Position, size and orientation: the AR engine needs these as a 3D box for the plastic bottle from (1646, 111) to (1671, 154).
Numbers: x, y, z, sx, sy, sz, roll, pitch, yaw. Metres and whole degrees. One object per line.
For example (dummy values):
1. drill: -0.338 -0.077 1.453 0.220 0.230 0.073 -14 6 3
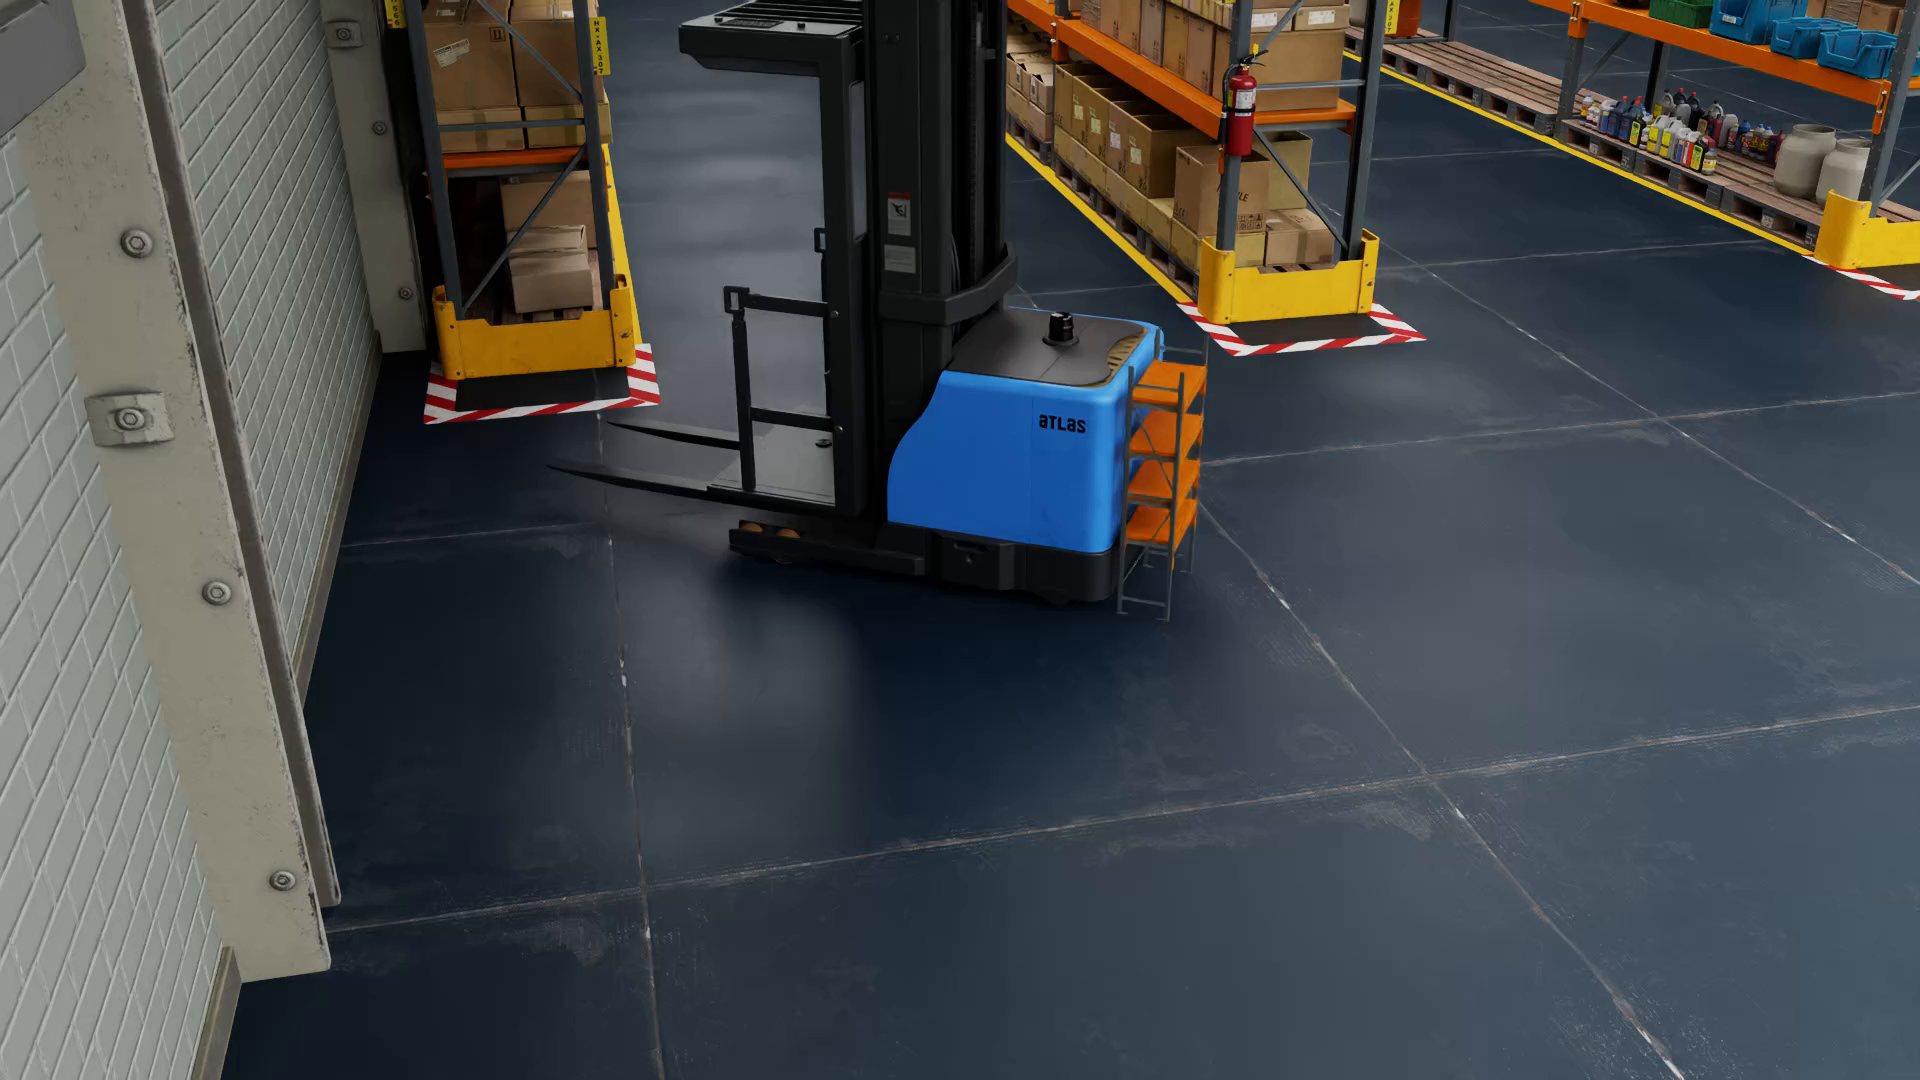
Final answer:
1. plastic bottle: 6.051 -3.525 14.356 0.144 0.351 0.185 -6 27 -12

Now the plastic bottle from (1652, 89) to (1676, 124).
1. plastic bottle: 6.420 -3.923 15.144 0.144 0.351 0.185 -6 27 -12

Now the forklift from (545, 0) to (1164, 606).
1. forklift: -0.590 -1.404 7.780 3.031 2.935 1.130 9 28 18

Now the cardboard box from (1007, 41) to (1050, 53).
1. cardboard box: 0.594 -4.703 16.201 0.500 0.311 0.500 -6 27 -12

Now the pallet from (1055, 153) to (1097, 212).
1. pallet: 1.446 -3.077 14.113 1.003 0.211 1.213 -6 27 -12

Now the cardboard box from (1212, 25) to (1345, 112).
1. cardboard box: 2.117 -3.170 11.091 0.700 0.500 0.500 -6 27 -12

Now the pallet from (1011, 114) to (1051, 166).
1. pallet: 1.104 -3.750 15.446 1.003 0.211 1.213 -6 27 -12

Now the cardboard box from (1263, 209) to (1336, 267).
1. cardboard box: 2.305 -2.138 11.742 0.500 0.250 0.500 -6 27 -12

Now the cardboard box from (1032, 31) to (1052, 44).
1. cardboard box: 0.999 -4.988 16.766 0.500 0.311 0.500 -6 27 -12

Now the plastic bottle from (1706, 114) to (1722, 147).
1. plastic bottle: 6.606 -3.598 14.577 0.061 0.283 0.133 -6 27 -12

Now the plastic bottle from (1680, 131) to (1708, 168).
1. plastic bottle: 6.165 -3.277 13.947 0.152 0.276 0.135 -6 27 -11

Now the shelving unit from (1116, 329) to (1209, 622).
1. shelving unit: 0.911 -0.288 7.489 0.258 1.200 0.503 9 28 17

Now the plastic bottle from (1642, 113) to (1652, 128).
1. plastic bottle: 6.025 -3.615 14.623 0.097 0.271 0.097 0 27 0

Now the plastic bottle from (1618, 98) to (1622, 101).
1. plastic bottle: 5.983 -3.848 15.072 0.061 0.283 0.133 -6 27 -12

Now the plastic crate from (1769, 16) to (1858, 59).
1. plastic crate: 6.491 -3.830 12.673 0.499 0.251 0.408 -6 27 -12

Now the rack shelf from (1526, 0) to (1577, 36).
1. rack shelf: 5.684 -5.734 17.079 1.077 0.370 4.000 -6 27 -12

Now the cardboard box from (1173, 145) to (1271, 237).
1. cardboard box: 1.799 -2.420 11.468 0.500 0.500 0.500 -6 27 -12

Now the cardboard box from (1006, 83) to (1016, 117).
1. cardboard box: 0.704 -4.235 15.897 0.500 0.250 0.500 -5 27 -10

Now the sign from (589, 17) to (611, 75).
1. sign: -2.087 -2.857 9.620 0.100 0.325 0.005 -6 27 -12

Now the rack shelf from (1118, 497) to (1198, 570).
1. rack shelf: 0.911 -0.051 7.608 0.258 0.148 0.480 9 28 17

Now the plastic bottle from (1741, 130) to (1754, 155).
1. plastic bottle: 6.809 -3.434 14.341 0.097 0.201 0.097 0 27 0

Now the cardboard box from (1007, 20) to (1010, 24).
1. cardboard box: 0.238 -5.382 17.547 0.500 0.311 0.500 -5 27 -10

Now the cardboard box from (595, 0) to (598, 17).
1. cardboard box: -2.643 -3.377 10.924 0.500 0.500 0.500 -7 28 -13

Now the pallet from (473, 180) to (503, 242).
1. pallet: -3.332 -2.635 13.236 1.003 0.211 1.213 -6 27 -12

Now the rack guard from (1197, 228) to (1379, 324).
1. rack guard: 2.215 -1.793 11.248 1.175 0.500 0.348 -6 27 -12

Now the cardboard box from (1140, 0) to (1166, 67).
1. cardboard box: 1.765 -3.850 12.437 0.700 0.500 0.500 -5 27 -10

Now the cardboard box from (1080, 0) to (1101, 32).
1. cardboard box: 1.414 -4.526 13.777 0.700 0.500 0.500 -7 28 -13

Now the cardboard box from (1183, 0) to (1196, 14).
1. cardboard box: 1.765 -3.740 11.500 0.380 0.149 0.250 -6 27 -11

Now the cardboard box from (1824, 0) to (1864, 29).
1. cardboard box: 10.367 -5.982 19.059 0.700 0.500 0.500 -8 28 -16

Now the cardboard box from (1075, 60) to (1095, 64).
1. cardboard box: 1.350 -4.313 15.429 0.500 0.311 0.500 -6 27 -12

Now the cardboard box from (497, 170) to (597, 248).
1. cardboard box: -2.929 -2.386 11.934 0.700 0.500 0.500 -8 28 -15

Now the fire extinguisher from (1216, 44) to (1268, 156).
1. fire extinguisher: 1.784 -2.786 10.527 0.296 0.674 0.183 -6 27 -12

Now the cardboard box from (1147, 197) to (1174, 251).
1. cardboard box: 1.676 -2.303 12.070 0.500 0.250 0.500 -6 27 -12

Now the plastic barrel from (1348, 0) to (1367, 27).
1. plastic barrel: 4.892 -6.462 20.018 0.421 0.512 0.421 0 27 0

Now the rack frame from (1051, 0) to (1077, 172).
1. rack frame: 1.308 -4.676 14.184 1.000 3.000 0.127 -6 27 -12

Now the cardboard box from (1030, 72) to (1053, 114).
1. cardboard box: 0.937 -4.035 14.878 0.500 0.311 0.500 -6 27 -12

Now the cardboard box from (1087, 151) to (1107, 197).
1. cardboard box: 1.332 -2.961 13.373 0.500 0.250 0.500 -6 27 -12

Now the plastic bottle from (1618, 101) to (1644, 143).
1. plastic bottle: 5.955 -3.711 14.726 0.144 0.351 0.185 -7 28 -14

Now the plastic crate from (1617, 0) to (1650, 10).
1. plastic crate: 6.129 -4.906 14.711 0.767 0.338 0.504 -6 27 -12

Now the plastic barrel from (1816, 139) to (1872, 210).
1. plastic barrel: 6.813 -2.779 12.722 0.421 0.512 0.421 0 27 0

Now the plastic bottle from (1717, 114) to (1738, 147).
1. plastic bottle: 6.710 -3.606 14.600 0.152 0.276 0.135 -5 27 -11

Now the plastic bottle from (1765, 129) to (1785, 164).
1. plastic bottle: 6.898 -3.334 14.052 0.061 0.283 0.133 -5 27 -11

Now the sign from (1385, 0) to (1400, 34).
1. sign: 2.752 -3.395 10.599 0.100 0.325 0.005 -6 27 -12

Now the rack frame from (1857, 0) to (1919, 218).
1. rack frame: 7.036 -3.421 11.699 1.000 3.000 0.127 -6 27 -12

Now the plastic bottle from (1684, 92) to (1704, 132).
1. plastic bottle: 6.604 -3.853 15.006 0.144 0.351 0.185 -7 28 -14

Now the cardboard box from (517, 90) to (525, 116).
1. cardboard box: -3.037 -2.769 10.552 0.500 0.250 0.500 -5 27 -10

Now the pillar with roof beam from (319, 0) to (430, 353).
1. pillar with roof beam: 0.578 -5.750 9.655 9.100 9.000 0.400 -6 27 -12

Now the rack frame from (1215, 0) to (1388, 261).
1. rack frame: 2.209 -2.920 10.705 1.000 3.000 0.127 -6 27 -12

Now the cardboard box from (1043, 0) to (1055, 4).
1. cardboard box: 0.931 -4.983 14.943 0.396 0.266 0.258 -7 28 -13

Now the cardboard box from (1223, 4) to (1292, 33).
1. cardboard box: 1.938 -3.402 10.831 0.380 0.149 0.250 -6 27 -12

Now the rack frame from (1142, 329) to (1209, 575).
1. rack frame: 0.992 -0.392 7.694 0.240 1.200 0.015 9 28 17

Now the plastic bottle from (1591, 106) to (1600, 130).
1. plastic bottle: 5.825 -3.850 15.167 0.097 0.201 0.097 0 27 0

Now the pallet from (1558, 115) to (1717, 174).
1. pallet: 6.246 -3.633 15.214 1.003 0.211 1.213 -6 27 -12

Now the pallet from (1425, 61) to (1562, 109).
1. pallet: 5.642 -4.810 17.545 1.003 0.211 1.213 -6 27 -12

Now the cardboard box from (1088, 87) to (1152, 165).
1. cardboard box: 1.333 -3.296 13.204 0.500 0.500 0.500 -6 27 -12
